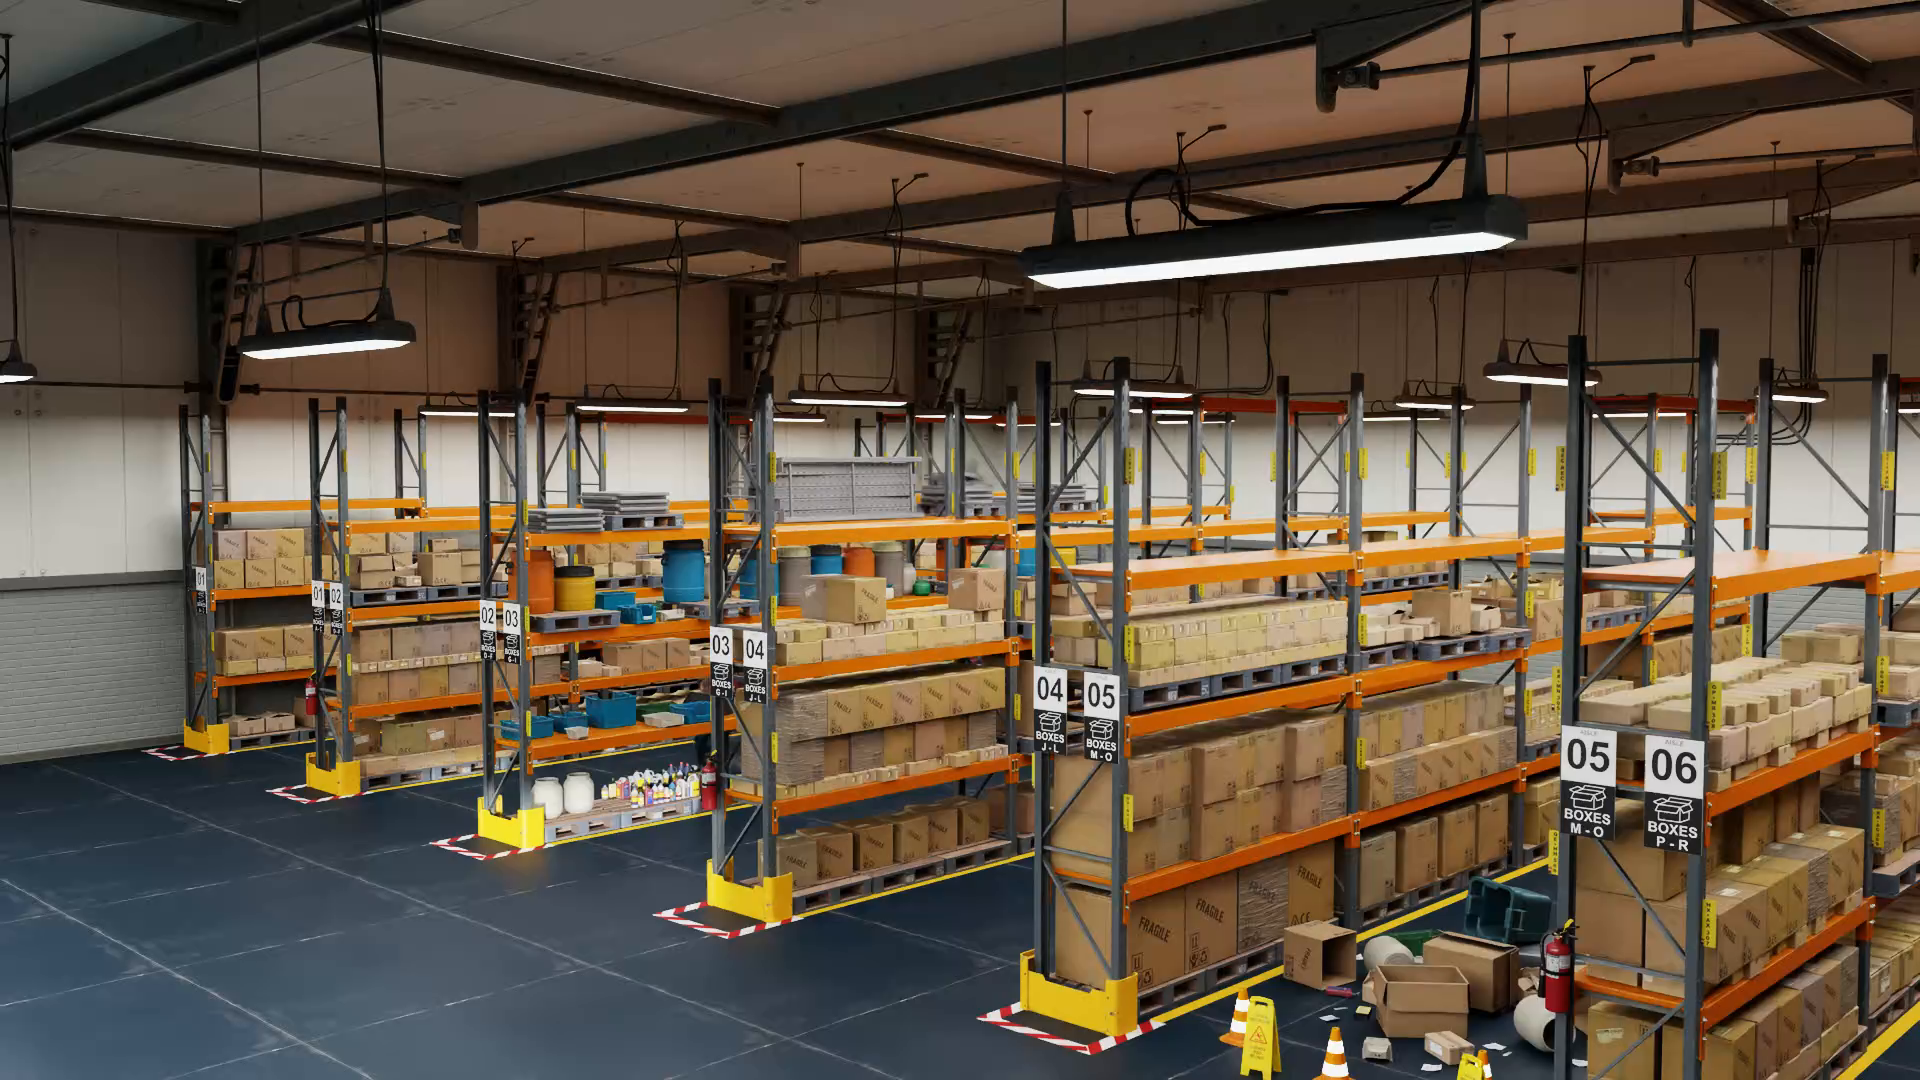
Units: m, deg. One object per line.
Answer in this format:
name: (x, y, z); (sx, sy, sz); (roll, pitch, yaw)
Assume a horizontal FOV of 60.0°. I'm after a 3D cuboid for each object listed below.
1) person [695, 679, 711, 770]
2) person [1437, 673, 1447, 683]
person: (-4.016, 2.995, 26.504); (0.542, 1.573, 0.694); (3, 4, 40)
person: (7.849, 2.887, 26.744); (0.698, 1.739, 0.622); (3, 4, 41)
